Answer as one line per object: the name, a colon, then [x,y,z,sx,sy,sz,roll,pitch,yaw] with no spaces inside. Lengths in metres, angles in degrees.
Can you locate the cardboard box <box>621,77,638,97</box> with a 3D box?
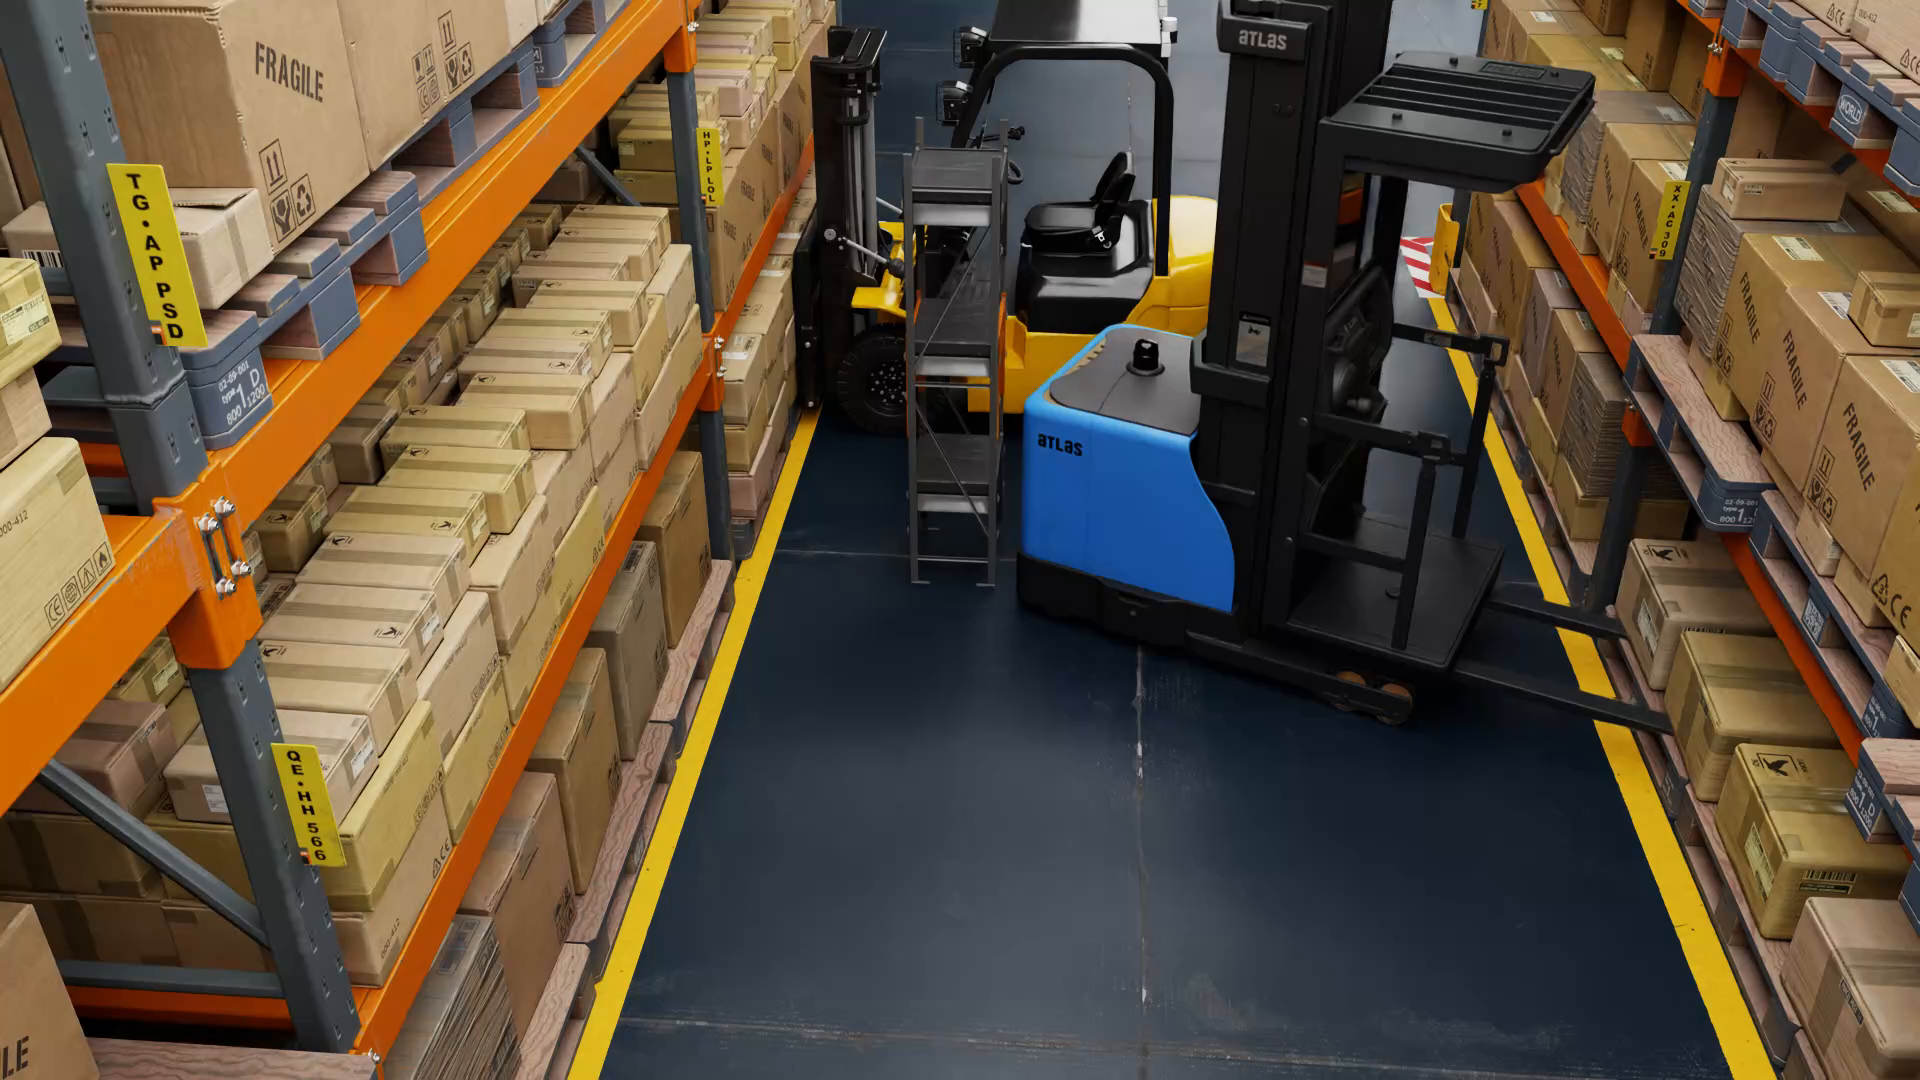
cardboard box: [-1.780,-2.258,8.058,0.380,0.149,0.250,2,32,3]

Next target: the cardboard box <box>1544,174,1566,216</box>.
cardboard box: [3.211,-1.760,8.486,0.380,0.149,0.250,3,32,4]

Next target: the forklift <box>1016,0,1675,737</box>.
forklift: [1.805,-0.793,6.742,3.031,2.935,1.130,16,35,24]

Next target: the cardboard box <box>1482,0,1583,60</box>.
cardboard box: [3.384,-2.911,9.735,0.500,0.500,0.500,2,32,3]

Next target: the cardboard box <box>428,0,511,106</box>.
cardboard box: [-1.515,-1.446,4.287,0.500,0.500,0.500,3,32,5]

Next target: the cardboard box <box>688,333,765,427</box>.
cardboard box: [-1.222,-0.769,7.907,0.500,0.250,0.500,2,32,3]

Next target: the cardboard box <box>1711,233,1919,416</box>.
cardboard box: [3.010,-0.739,5.811,0.500,0.500,0.500,3,32,4]

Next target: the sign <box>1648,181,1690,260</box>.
sign: [2.832,-1.274,6.632,0.100,0.325,0.005,2,32,4]

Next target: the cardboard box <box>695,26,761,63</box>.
cardboard box: [-1.224,-2.503,8.456,0.380,0.149,0.250,3,32,4]

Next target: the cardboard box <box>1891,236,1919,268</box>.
cardboard box: [3.526,-0.723,5.785,0.500,0.500,0.500,3,32,4]

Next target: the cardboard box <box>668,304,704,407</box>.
cardboard box: [-1.354,-0.757,6.763,0.500,0.250,0.500,3,32,5]

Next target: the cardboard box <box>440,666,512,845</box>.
cardboard box: [-1.574,0.575,4.601,0.500,0.250,0.500,2,32,3]

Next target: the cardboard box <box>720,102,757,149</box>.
cardboard box: [-1.179,-1.969,7.872,0.380,0.149,0.250,3,32,5]

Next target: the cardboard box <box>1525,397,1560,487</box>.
cardboard box: [3.187,-0.494,8.412,0.500,0.250,0.500,2,32,3]

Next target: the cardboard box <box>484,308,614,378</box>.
cardboard box: [-1.429,-0.688,5.793,0.380,0.149,0.250,2,32,3]

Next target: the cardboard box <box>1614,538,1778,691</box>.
cardboard box: [3.334,0.328,6.962,0.950,0.372,0.625,3,32,5]

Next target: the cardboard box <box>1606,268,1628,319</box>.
cardboard box: [3.110,-1.091,7.400,0.380,0.149,0.250,3,32,5]

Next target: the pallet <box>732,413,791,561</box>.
pallet: [-1.467,-0.323,8.573,1.003,0.211,1.213,2,32,4]

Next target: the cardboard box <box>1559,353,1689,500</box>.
cardboard box: [3.154,-0.534,7.763,0.500,0.500,0.500,2,32,3]

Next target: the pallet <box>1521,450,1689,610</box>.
pallet: [3.393,-0.051,8.132,1.003,0.211,1.213,2,32,4]

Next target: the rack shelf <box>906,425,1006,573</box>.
rack shelf: [-0.013,-0.200,7.933,0.431,0.518,0.480,2,32,4]

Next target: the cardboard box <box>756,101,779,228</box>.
cardboard box: [-1.211,-1.897,8.374,0.500,0.500,0.500,2,32,3]

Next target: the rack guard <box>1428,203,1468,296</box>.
rack guard: [3.693,-1.874,10.814,1.175,0.500,0.348,2,32,4]

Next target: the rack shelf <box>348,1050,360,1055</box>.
rack shelf: [-2.062,2.348,2.267,1.077,0.370,4.000,2,32,4]

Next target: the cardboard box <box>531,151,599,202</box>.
cardboard box: [-1.804,-1.594,7.264,0.380,0.149,0.250,2,32,4]

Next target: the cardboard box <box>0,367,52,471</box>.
cardboard box: [-1.688,-0.192,2.606,0.380,0.149,0.250,3,32,5]

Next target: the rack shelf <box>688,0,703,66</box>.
rack shelf: [-1.411,-3.112,8.268,1.077,0.370,4.000,2,32,4]

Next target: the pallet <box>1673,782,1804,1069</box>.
pallet: [3.215,1.348,5.861,1.003,0.211,1.213,2,32,4]

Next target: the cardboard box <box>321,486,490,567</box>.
cardboard box: [-1.565,-0.022,4.713,0.380,0.149,0.250,3,32,5]

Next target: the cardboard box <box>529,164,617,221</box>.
cardboard box: [-1.807,-1.385,7.543,0.500,0.500,0.500,2,32,4]

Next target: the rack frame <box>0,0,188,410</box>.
rack frame: [-1.899,-1.558,2.201,1.000,3.000,0.127,2,32,4]

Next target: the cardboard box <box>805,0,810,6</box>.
cardboard box: [-1.051,-3.168,9.535,0.380,0.149,0.250,3,32,5]

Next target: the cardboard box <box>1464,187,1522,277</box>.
cardboard box: [3.357,-1.883,9.951,0.500,0.500,0.500,1,32,2]

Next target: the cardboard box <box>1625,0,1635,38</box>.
cardboard box: [3.888,-2.761,8.538,0.700,0.500,0.500,2,32,3]

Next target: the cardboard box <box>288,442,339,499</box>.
cardboard box: [-2.096,-0.175,4.961,0.380,0.149,0.250,2,32,3]

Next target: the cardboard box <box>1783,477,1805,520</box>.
cardboard box: [2.953,-0.139,5.455,0.380,0.149,0.250,3,32,4]

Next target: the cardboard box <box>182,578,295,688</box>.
cardboard box: [-2.100,0.332,4.518,0.500,0.250,0.500,3,32,4]

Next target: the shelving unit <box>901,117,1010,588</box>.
shelving unit: [-0.013,-0.807,7.559,0.431,2.100,0.503,2,32,4]

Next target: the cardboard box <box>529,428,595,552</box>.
cardboard box: [-1.501,-0.178,5.346,0.500,0.250,0.500,3,32,5]

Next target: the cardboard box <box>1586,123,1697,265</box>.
cardboard box: [3.197,-1.568,7.556,0.500,0.500,0.500,3,32,6]

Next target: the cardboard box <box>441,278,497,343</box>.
cardboard box: [-1.912,-0.837,6.035,0.380,0.149,0.250,2,32,4]

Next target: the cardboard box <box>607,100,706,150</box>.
cardboard box: [-1.338,-1.837,7.374,0.380,0.149,0.250,3,32,5]

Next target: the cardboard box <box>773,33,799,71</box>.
cardboard box: [-1.077,-2.641,8.963,0.380,0.149,0.250,3,32,4]

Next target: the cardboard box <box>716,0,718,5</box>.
cardboard box: [-1.551,-3.192,9.574,0.380,0.149,0.250,3,32,5]

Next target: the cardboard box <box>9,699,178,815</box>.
cardboard box: [-2.075,0.498,3.869,0.380,0.149,0.250,3,32,6]

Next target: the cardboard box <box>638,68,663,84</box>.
cardboard box: [-1.703,-2.269,8.359,0.380,0.149,0.250,2,32,3]

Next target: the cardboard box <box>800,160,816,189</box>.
cardboard box: [-1.010,-2.100,10.066,0.500,0.250,0.500,3,32,5]

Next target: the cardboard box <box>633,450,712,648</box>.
cardboard box: [-1.605,0.010,7.239,0.875,0.625,0.625,4,32,6]

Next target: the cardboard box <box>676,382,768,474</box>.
cardboard box: [-1.227,-0.557,8.038,0.500,0.250,0.500,2,32,4]

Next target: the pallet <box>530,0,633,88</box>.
pallet: [-1.633,-1.830,5.683,0.805,0.209,1.217,1,32,2]
